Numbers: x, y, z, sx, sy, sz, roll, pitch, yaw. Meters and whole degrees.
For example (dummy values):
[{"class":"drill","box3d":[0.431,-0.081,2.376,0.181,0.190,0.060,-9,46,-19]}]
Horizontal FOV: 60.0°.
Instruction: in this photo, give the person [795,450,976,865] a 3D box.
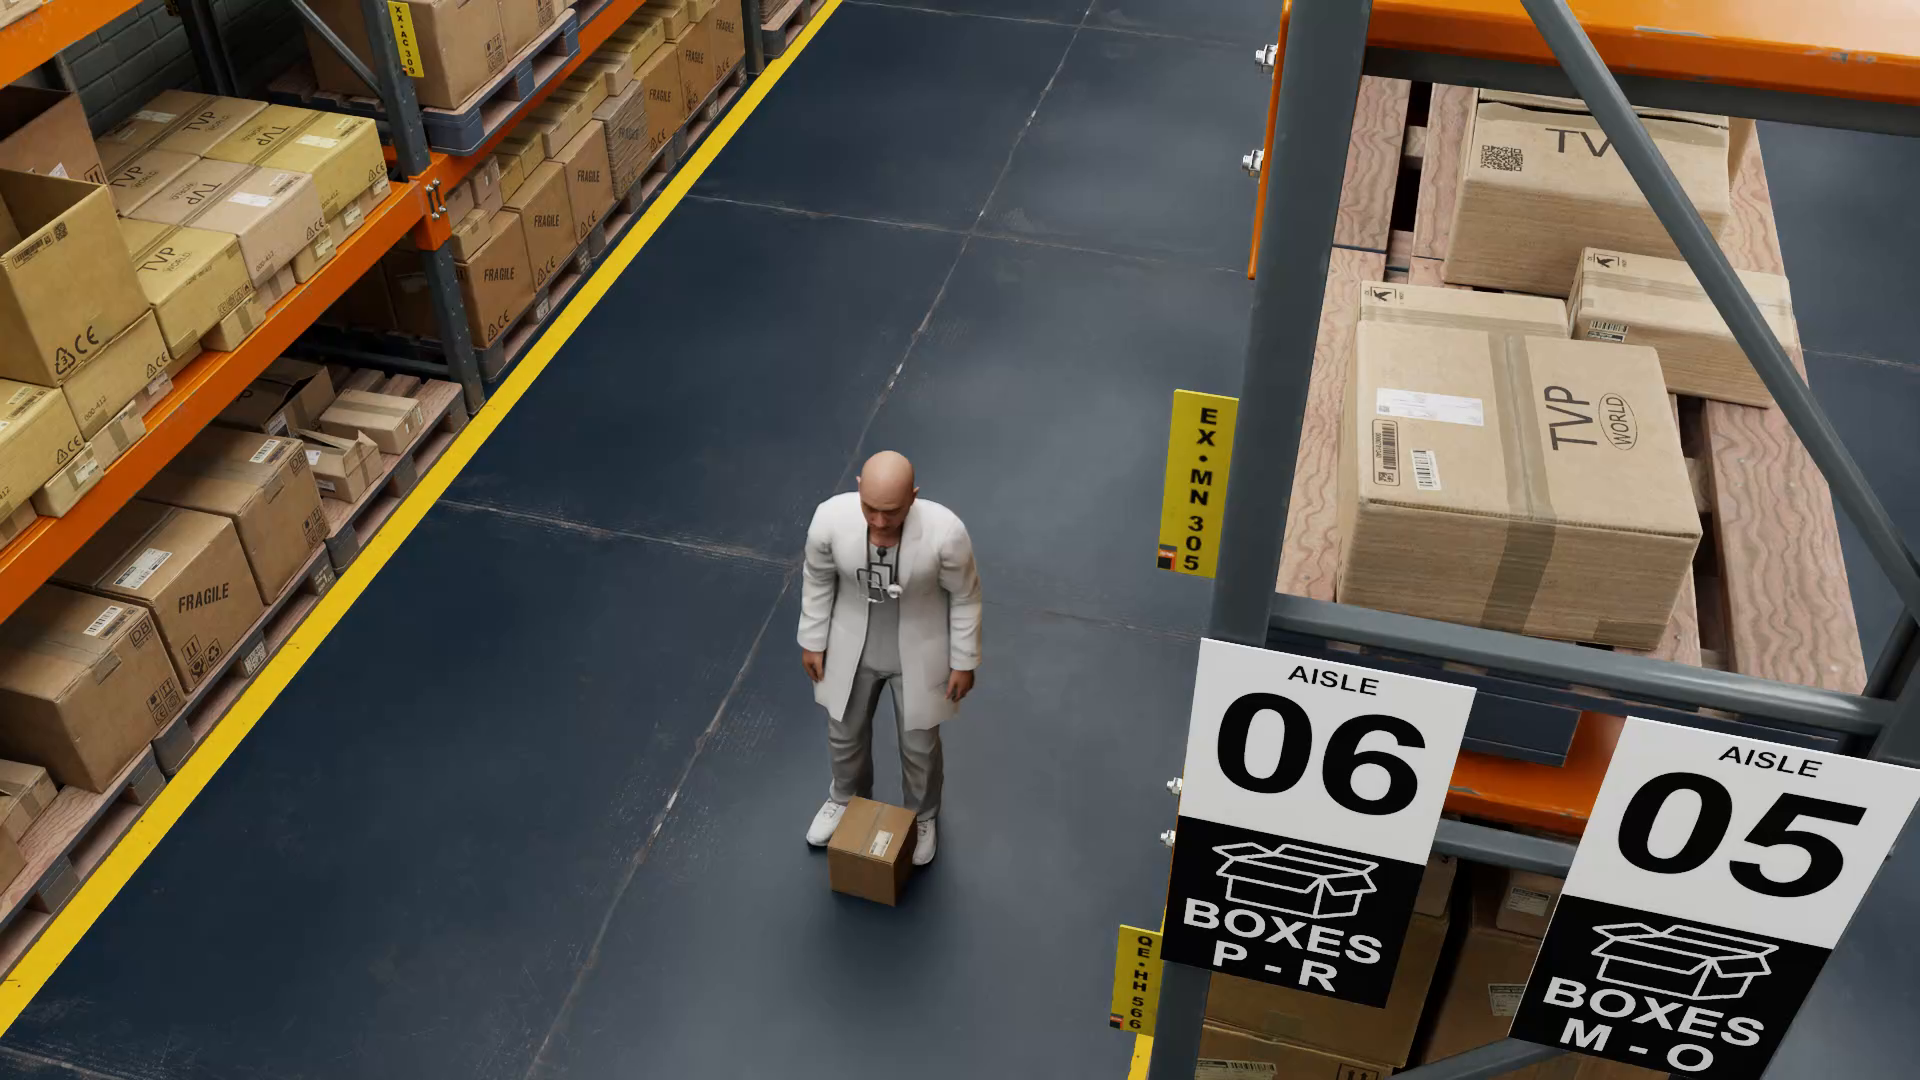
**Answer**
[{"class":"person","box3d":[-0.260,0.455,5.776,0.640,1.591,0.424,9,41,11]}]
